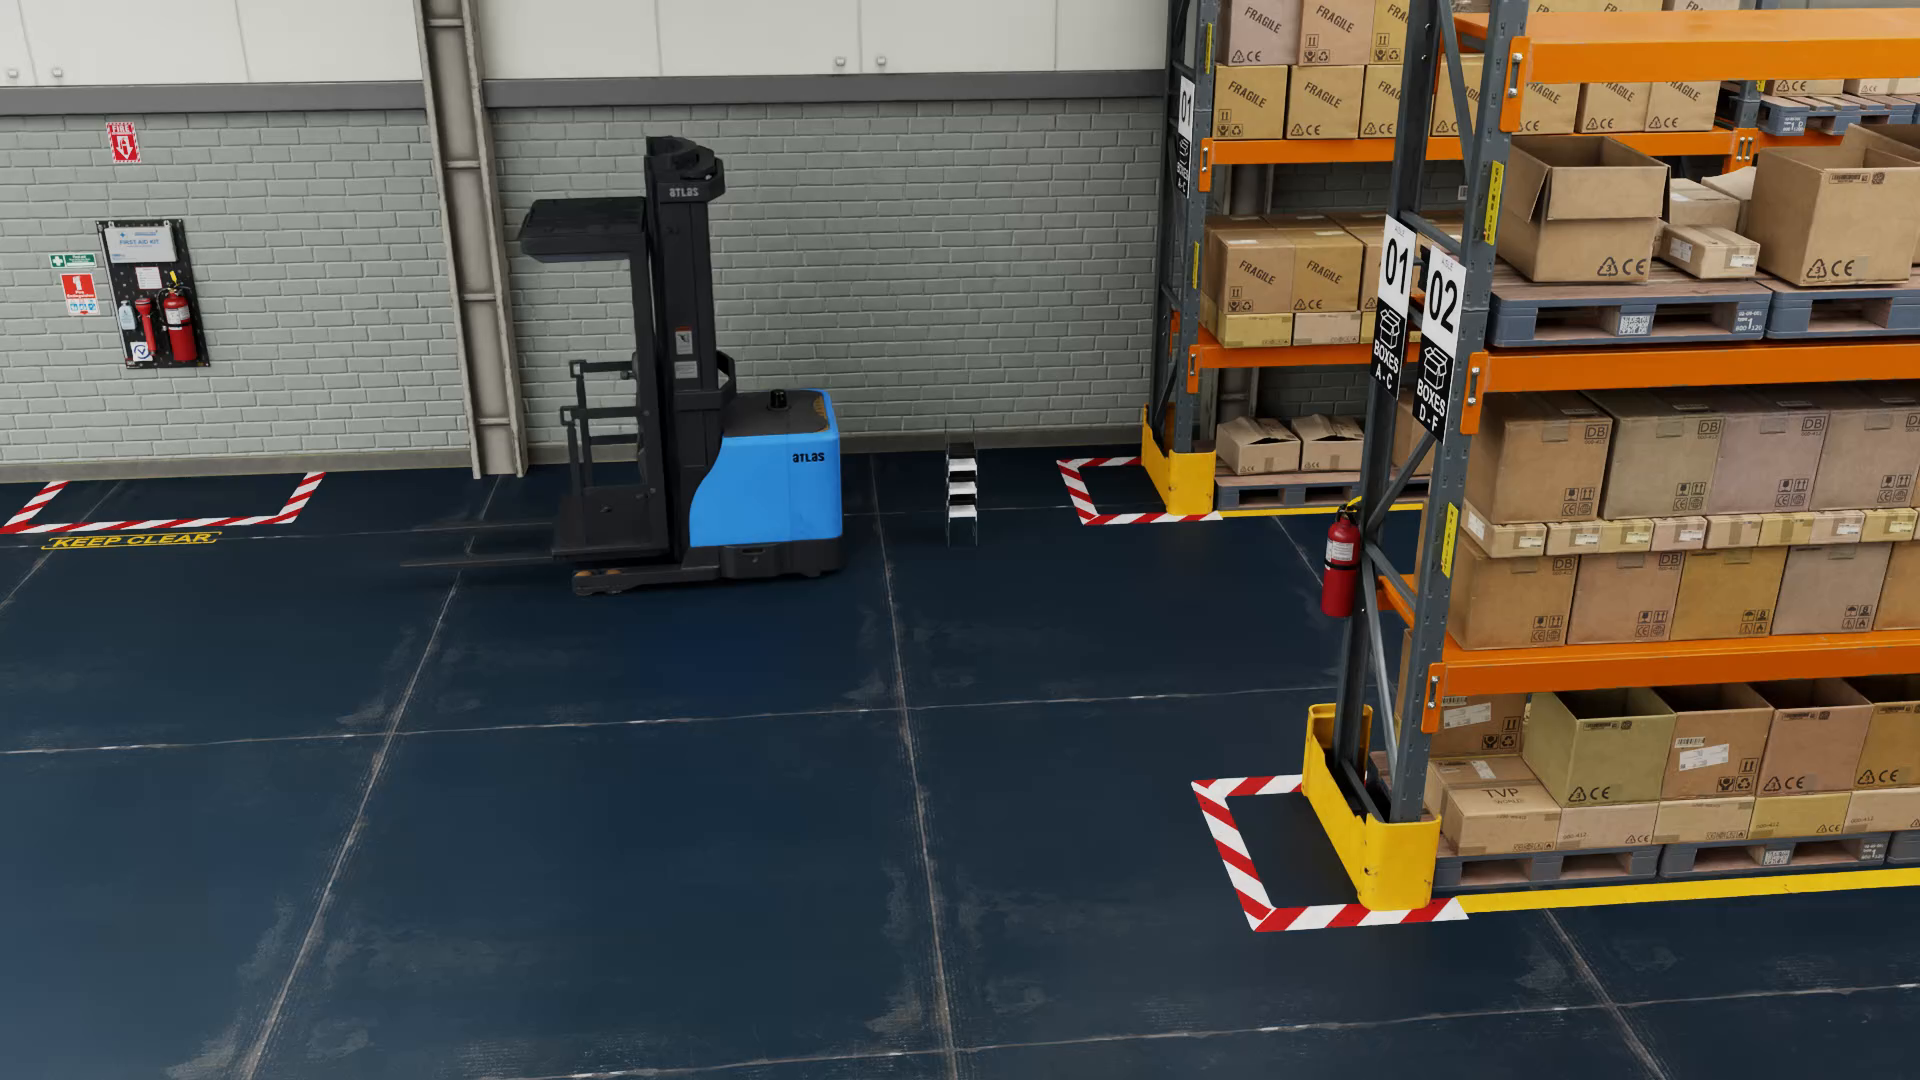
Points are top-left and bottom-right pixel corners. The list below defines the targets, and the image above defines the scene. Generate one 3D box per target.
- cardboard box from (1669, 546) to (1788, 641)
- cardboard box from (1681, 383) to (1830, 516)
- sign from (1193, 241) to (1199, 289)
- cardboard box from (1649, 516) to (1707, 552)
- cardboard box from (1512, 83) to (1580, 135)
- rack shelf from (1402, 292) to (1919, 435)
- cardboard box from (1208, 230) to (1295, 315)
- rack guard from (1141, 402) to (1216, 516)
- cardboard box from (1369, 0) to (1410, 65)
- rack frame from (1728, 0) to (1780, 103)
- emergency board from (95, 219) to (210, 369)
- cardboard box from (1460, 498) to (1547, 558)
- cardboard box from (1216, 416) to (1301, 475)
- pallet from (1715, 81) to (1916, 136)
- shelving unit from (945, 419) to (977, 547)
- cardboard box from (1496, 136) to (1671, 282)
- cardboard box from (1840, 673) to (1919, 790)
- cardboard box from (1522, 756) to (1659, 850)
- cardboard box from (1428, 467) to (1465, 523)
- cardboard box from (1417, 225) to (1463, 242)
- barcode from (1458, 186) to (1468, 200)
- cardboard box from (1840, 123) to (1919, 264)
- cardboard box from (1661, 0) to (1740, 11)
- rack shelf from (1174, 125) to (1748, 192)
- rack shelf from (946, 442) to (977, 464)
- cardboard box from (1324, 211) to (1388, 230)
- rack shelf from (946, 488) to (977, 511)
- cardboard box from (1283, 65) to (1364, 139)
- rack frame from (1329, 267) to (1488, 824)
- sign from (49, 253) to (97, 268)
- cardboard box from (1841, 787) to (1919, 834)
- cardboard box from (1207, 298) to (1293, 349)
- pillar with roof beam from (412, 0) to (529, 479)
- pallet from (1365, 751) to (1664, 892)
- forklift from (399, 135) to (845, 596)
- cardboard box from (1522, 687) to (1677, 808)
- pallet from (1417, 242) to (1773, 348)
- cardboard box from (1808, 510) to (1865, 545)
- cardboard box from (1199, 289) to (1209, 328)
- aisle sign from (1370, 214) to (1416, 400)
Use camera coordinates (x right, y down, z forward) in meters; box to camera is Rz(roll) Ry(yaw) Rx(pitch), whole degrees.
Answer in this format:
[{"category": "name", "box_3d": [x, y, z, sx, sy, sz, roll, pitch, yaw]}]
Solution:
[{"category": "cardboard box", "box_3d": [3.608, 0.109, 8.189, 0.500, 0.500, 0.700, -2, 24, -5]}, {"category": "cardboard box", "box_3d": [3.669, -0.489, 7.938, 0.500, 0.500, 0.700, -2, 24, -5]}, {"category": "sign", "box_3d": [1.689, -1.970, 11.923, 0.005, 0.325, 0.100, -2, 24, -5]}, {"category": "cardboard box", "box_3d": [3.300, -0.093, 7.843, 0.250, 0.149, 0.380, -3, 24, -6]}, {"category": "cardboard box", "box_3d": [4.085, -3.206, 11.930, 0.500, 0.500, 0.500, -3, 24, -7]}, {"category": "rack shelf", "box_3d": [4.116, -0.913, 7.805, 4.000, 0.370, 1.077, -2, 24, -5]}, {"category": "cardboard box", "box_3d": [2.140, -1.975, 12.236, 0.500, 0.500, 0.500, -2, 24, -5]}, {"category": "rack guard", "box_3d": [1.711, -0.655, 13.107, 0.348, 0.500, 1.175, -2, 24, -5]}, {"category": "cardboard box", "box_3d": [3.055, -3.618, 11.625, 0.500, 0.500, 0.500, -2, 24, -4]}, {"category": "rack frame", "box_3d": [5.616, -4.695, 11.733, 0.127, 3.000, 1.000, -2, 24, -5]}, {"category": "emergency board", "box_3d": [-6.187, -1.849, 12.716, 0.643, 1.169, 0.194, -2, 24, -5]}, {"category": "cardboard box", "box_3d": [2.537, -0.062, 7.775, 0.250, 0.149, 0.380, -2, 24, -6]}, {"category": "cardboard box", "box_3d": [2.333, -0.757, 13.030, 0.500, 0.311, 0.500, -5, 24, -11]}, {"category": "pallet", "box_3d": [6.241, -3.220, 12.339, 1.003, 0.211, 1.213, -2, 24, -5]}, {"category": "shelving unit", "box_3d": [0.008, -0.412, 12.068, 0.210, 0.900, 0.258, -2, 24, -5]}, {"category": "cardboard box", "box_3d": [2.698, -1.487, 7.392, 0.637, 0.503, 0.797, -1, 24, -1]}, {"category": "cardboard box", "box_3d": [4.670, 0.914, 8.445, 0.500, 0.500, 0.500, -2, 24, -5]}, {"category": "cardboard box", "box_3d": [3.179, 1.320, 8.455, 0.500, 0.250, 0.500, -2, 24, -5]}, {"category": "cardboard box", "box_3d": [2.487, -0.226, 8.144, 0.250, 0.149, 0.380, -3, 24, -6]}, {"category": "cardboard box", "box_3d": [3.660, -2.034, 12.369, 0.500, 0.500, 0.500, -2, 24, -3]}, {"category": "barcode", "box_3d": [2.379, -1.635, 7.827, 0.075, 0.075, 0.001, -2, 24, -5]}, {"category": "cardboard box", "box_3d": [4.455, -1.610, 7.670, 0.637, 0.503, 0.797, 0, 24, 1]}, {"category": "cardboard box", "box_3d": [5.144, -3.706, 11.823, 0.500, 0.500, 0.500, -4, 24, -10]}, {"category": "rack shelf", "box_3d": [3.625, -2.916, 12.309, 4.000, 0.370, 1.077, -2, 24, -5]}, {"category": "rack shelf", "box_3d": [0.008, -0.628, 11.972, 0.200, 0.077, 0.258, -2, 24, -5]}, {"category": "cardboard box", "box_3d": [3.099, -2.220, 12.789, 0.500, 0.500, 0.500, -3, 24, -7]}, {"category": "rack shelf", "box_3d": [0.008, -0.299, 12.118, 0.200, 0.077, 0.258, -2, 24, -5]}, {"category": "cardboard box", "box_3d": [2.530, -3.139, 11.777, 0.500, 0.500, 0.500, -1, 24, -2]}, {"category": "rack frame", "box_3d": [2.126, 0.208, 8.088, 0.127, 3.000, 1.000, -2, 24, -5]}, {"category": "sign", "box_3d": [-6.742, -2.123, 12.637, 0.331, 0.109, 0.001, -2, 24, -5]}, {"category": "cardboard box", "box_3d": [4.672, 1.262, 8.586, 0.500, 0.250, 0.500, -2, 24, -5]}, {"category": "cardboard box", "box_3d": [2.152, -1.625, 12.374, 0.500, 0.250, 0.500, -3, 24, -7]}, {"category": "pillar with roof beam", "box_3d": [-3.301, -2.933, 7.770, 0.400, 9.000, 9.100, -2, 24, -5]}, {"category": "pallet", "box_3d": [2.883, 1.435, 8.761, 1.213, 0.211, 1.003, -2, 24, -5]}, {"category": "forklift", "box_3d": [-2.367, -1.186, 11.310, 3.031, 2.935, 1.130, -3, 24, -8]}, {"category": "cardboard box", "box_3d": [3.179, 0.978, 8.301, 0.500, 0.500, 0.500, -2, 24, -5]}, {"category": "pallet", "box_3d": [2.832, -1.140, 7.537, 1.213, 0.211, 1.003, -2, 24, -5]}, {"category": "cardboard box", "box_3d": [4.067, -0.123, 7.913, 0.250, 0.149, 0.380, -2, 24, -5]}, {"category": "cardboard box", "box_3d": [2.081, -1.831, 12.837, 0.500, 0.250, 0.500, -2, 24, -4]}, {"category": "aisle sign", "box_3d": [2.032, -1.096, 7.821, 0.004, 0.787, 0.394, -2, 24, -5]}]
